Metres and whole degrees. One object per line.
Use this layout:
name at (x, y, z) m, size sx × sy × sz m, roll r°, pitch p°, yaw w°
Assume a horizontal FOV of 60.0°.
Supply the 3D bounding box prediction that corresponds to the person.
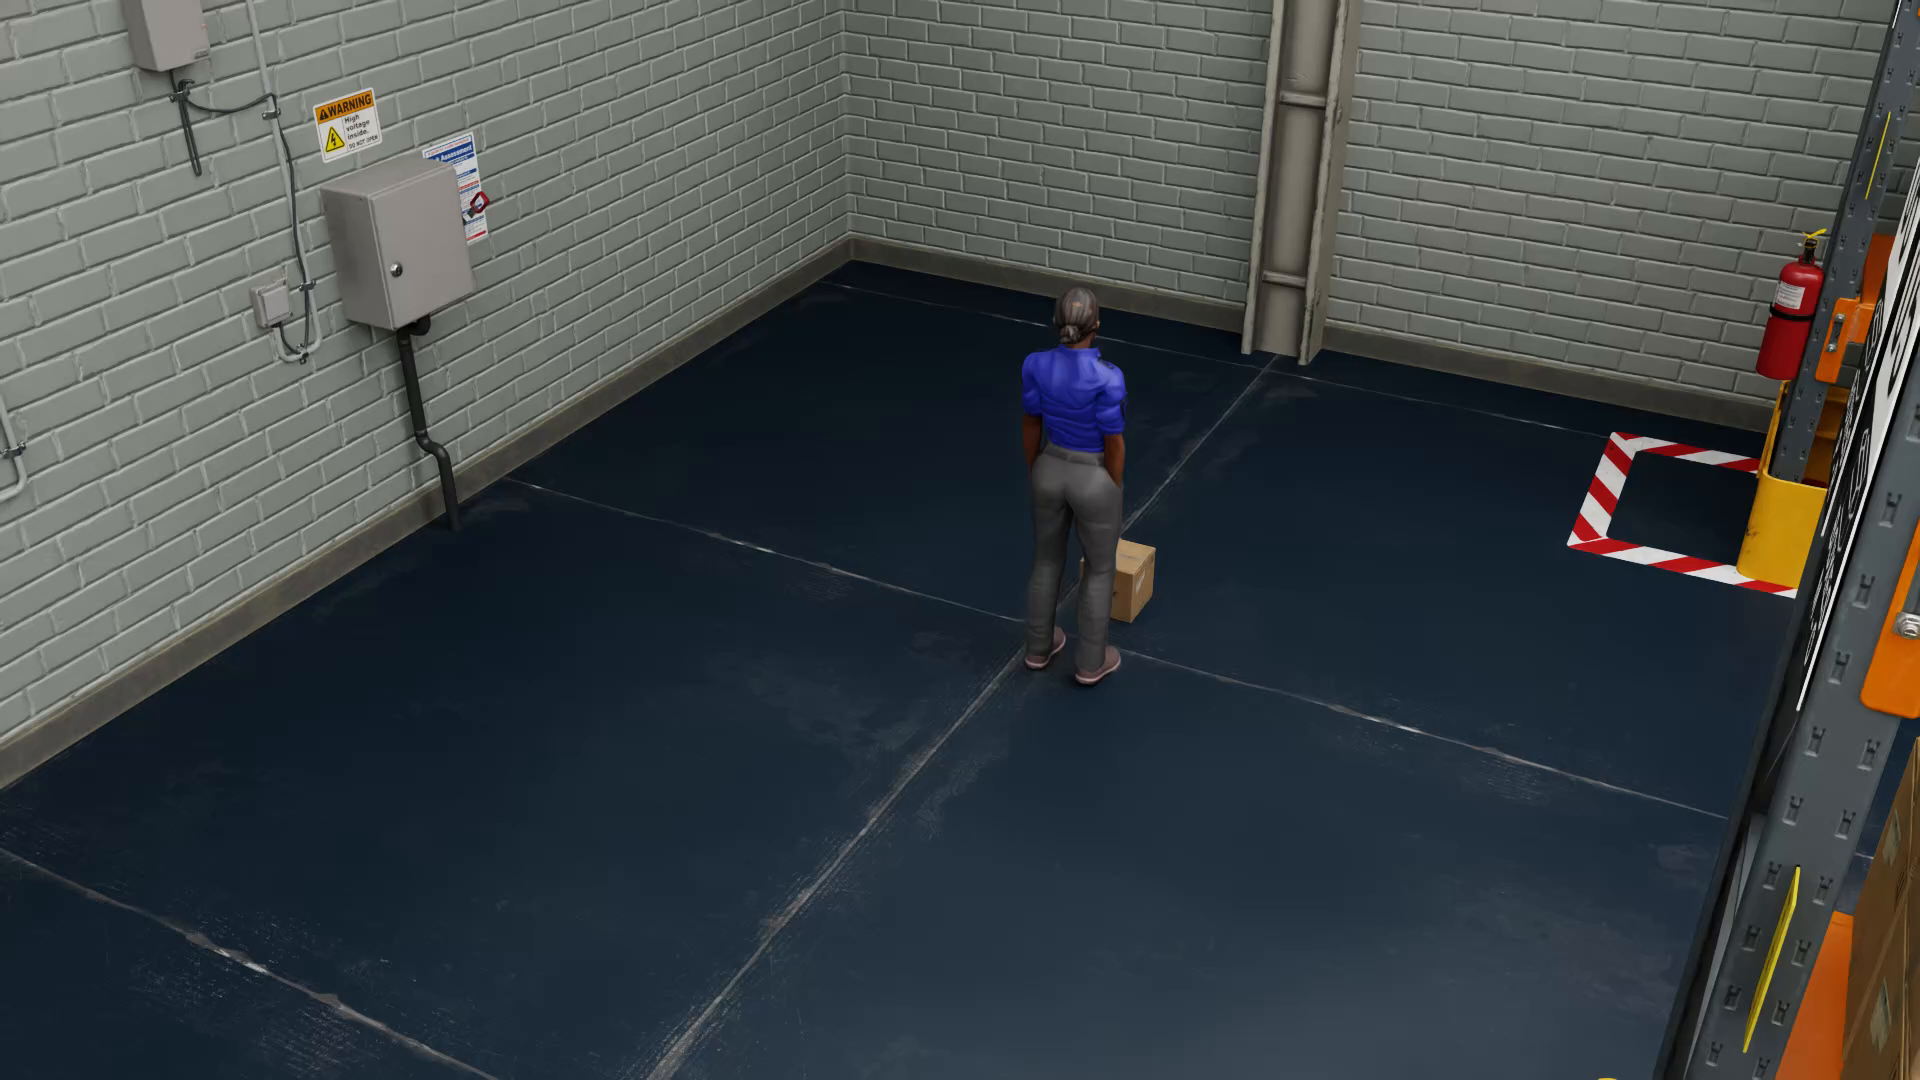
person at (0.441, -0.211, 6.510) m, size 0.436 × 1.664 × 0.300 m, roll 15°, pitch 34°, yaw 24°
